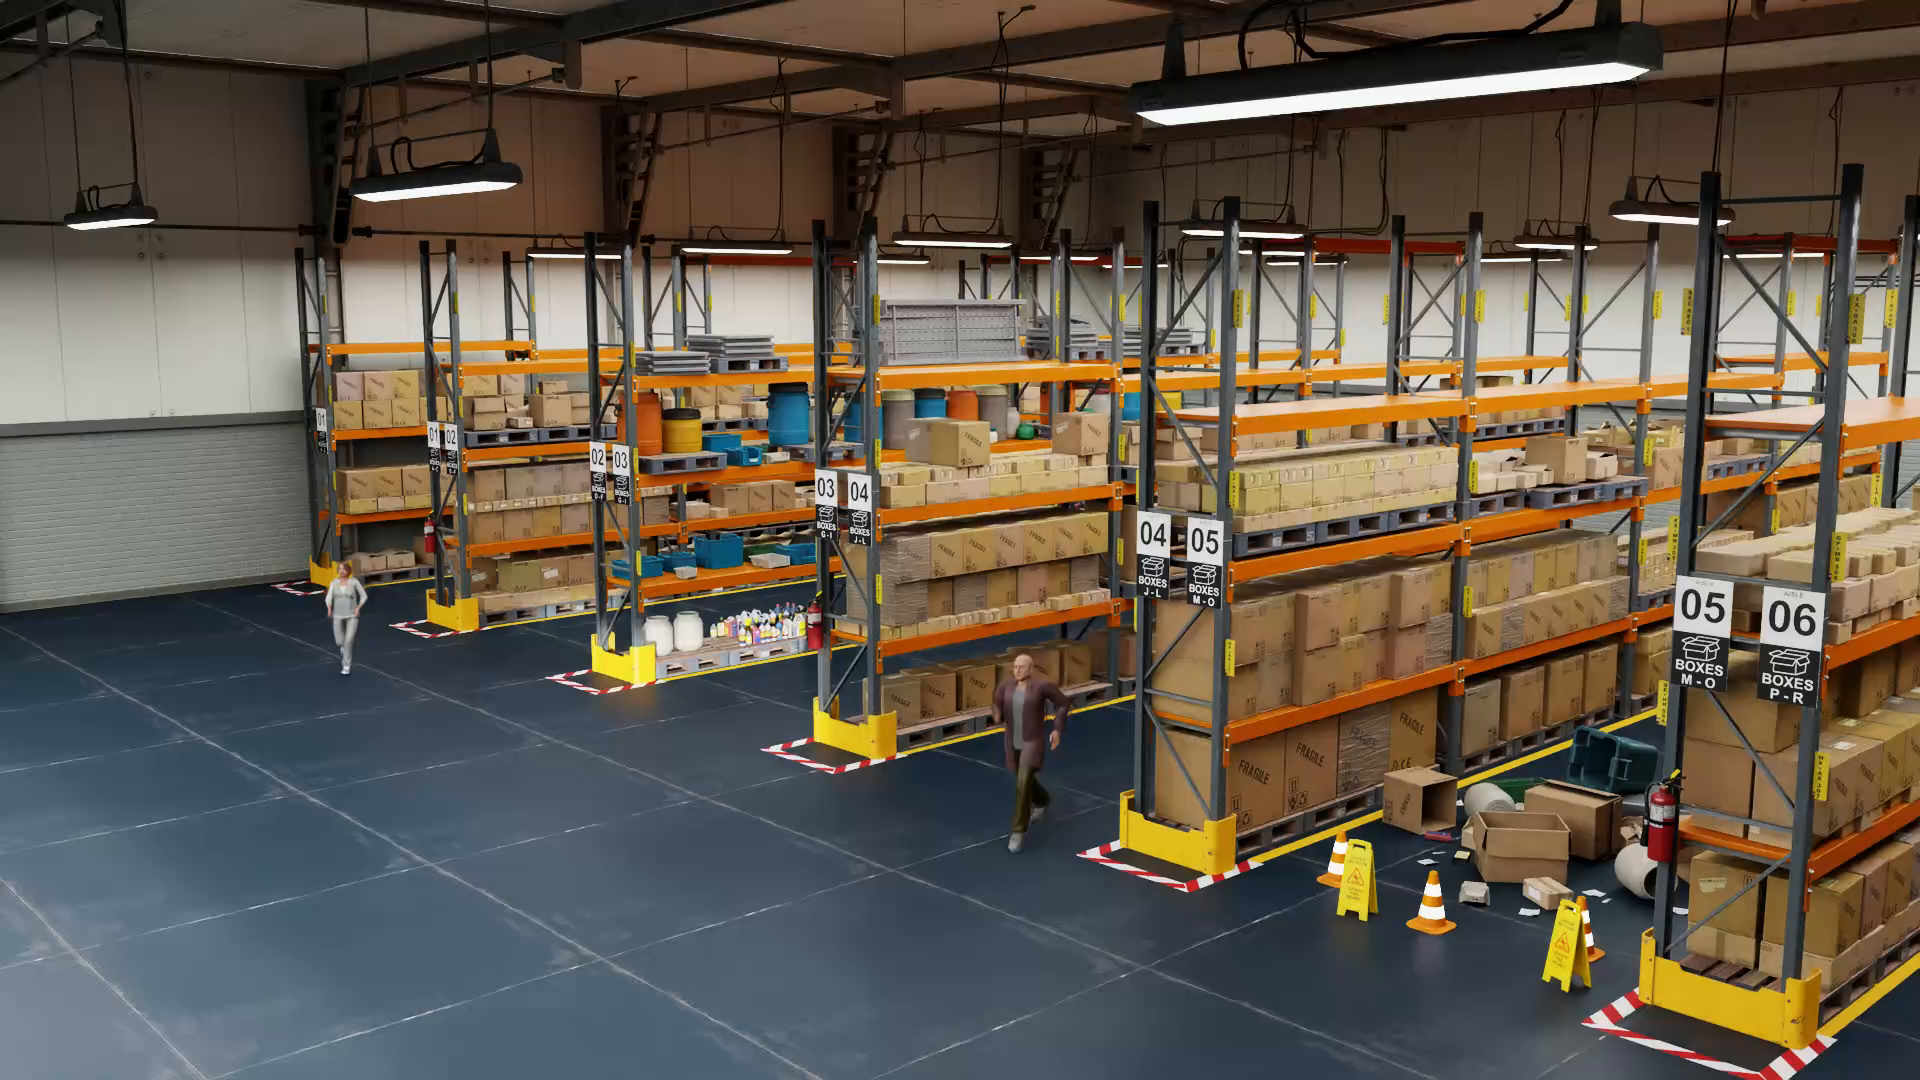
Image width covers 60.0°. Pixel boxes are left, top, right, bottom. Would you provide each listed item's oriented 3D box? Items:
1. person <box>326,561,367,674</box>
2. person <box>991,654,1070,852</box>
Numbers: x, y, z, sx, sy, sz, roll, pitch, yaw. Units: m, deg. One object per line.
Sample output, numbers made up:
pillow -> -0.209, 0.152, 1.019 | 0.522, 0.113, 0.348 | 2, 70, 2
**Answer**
person -> -8.453, 1.064, 22.927 | 0.549, 1.521, 0.605 | -2, 9, -12
person -> 0.631, 1.969, 15.929 | 0.740, 1.805, 0.999 | 6, 10, 33
